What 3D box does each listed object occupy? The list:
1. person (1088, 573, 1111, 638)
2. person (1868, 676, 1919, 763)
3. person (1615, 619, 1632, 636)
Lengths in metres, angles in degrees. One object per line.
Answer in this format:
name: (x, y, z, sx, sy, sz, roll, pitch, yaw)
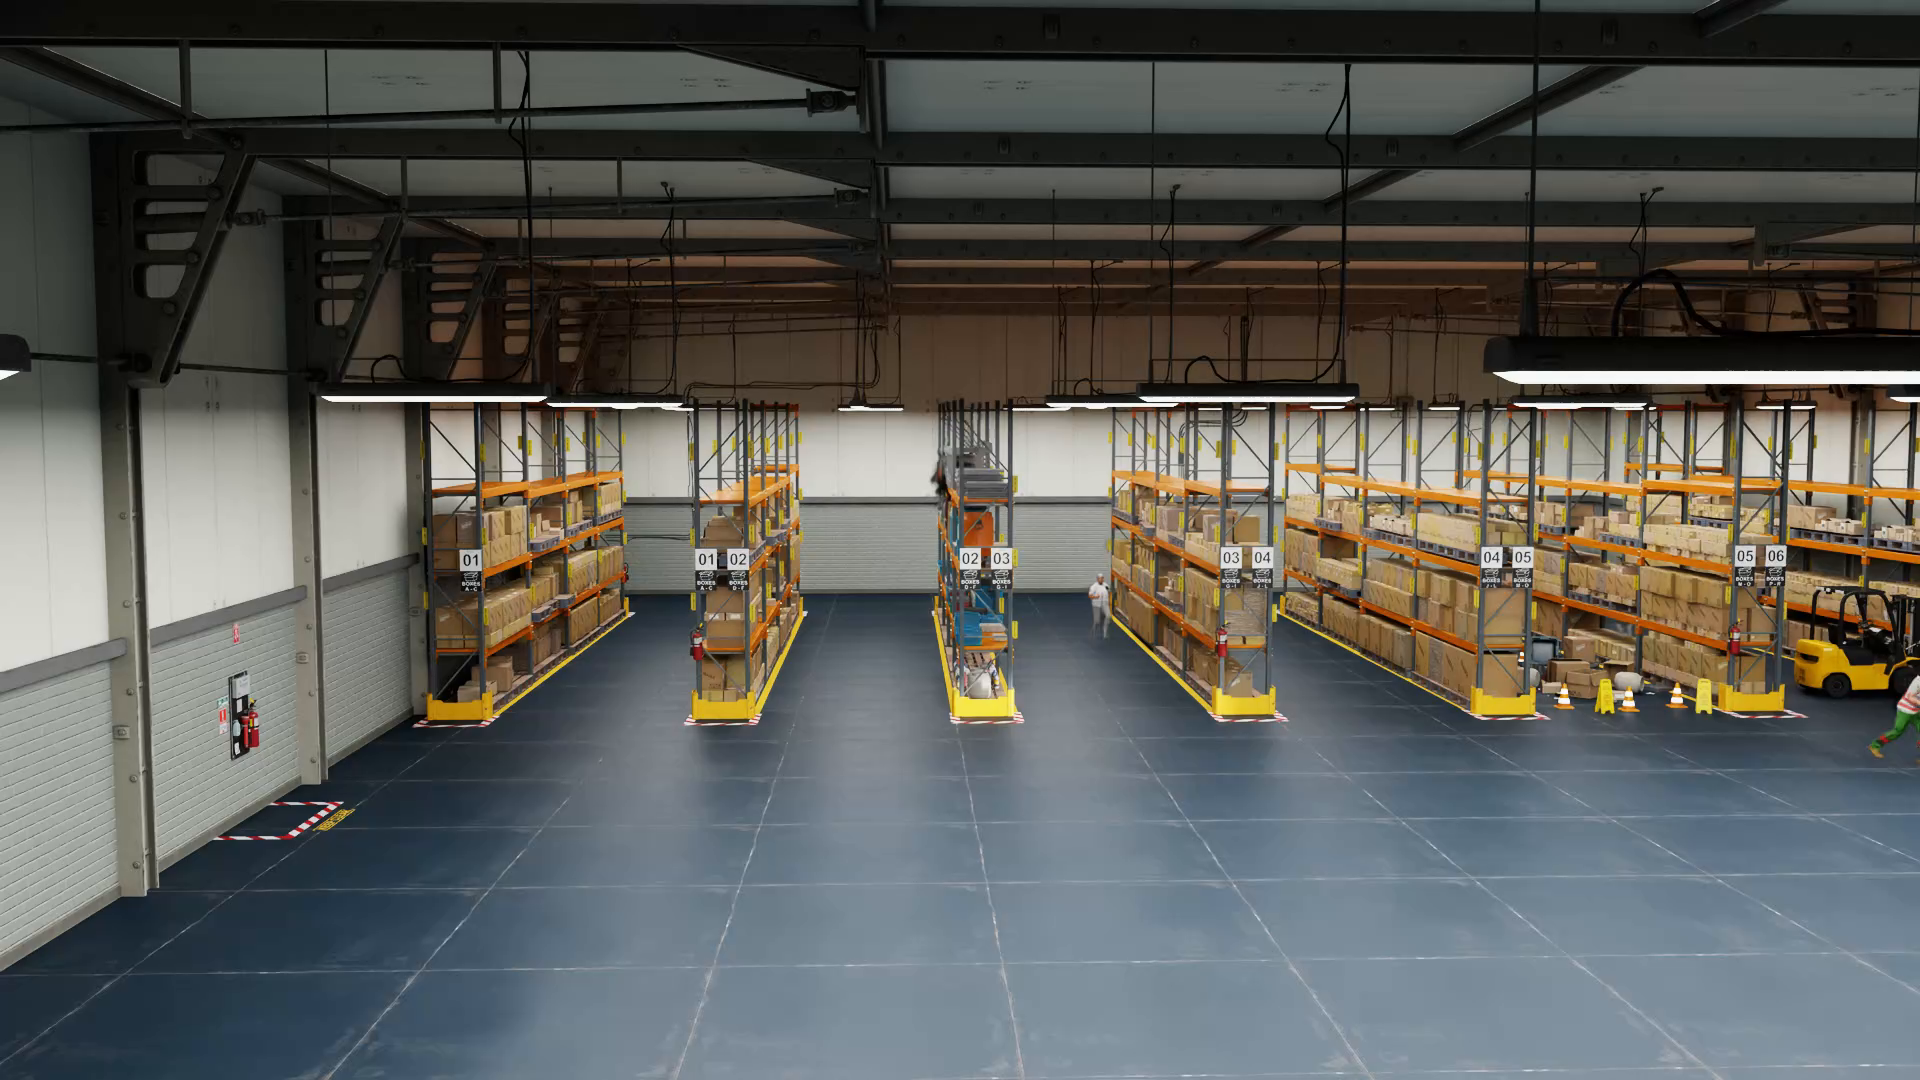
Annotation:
person: (3.456, 1.625, 40.998, 0.604, 1.614, 0.893, 0, 4, -5)
person: (15.397, 2.839, 27.083, 1.060, 1.731, 0.703, 4, 6, 44)
person: (16.368, 1.766, 40.956, 0.587, 1.661, 0.632, 0, 4, -1)
